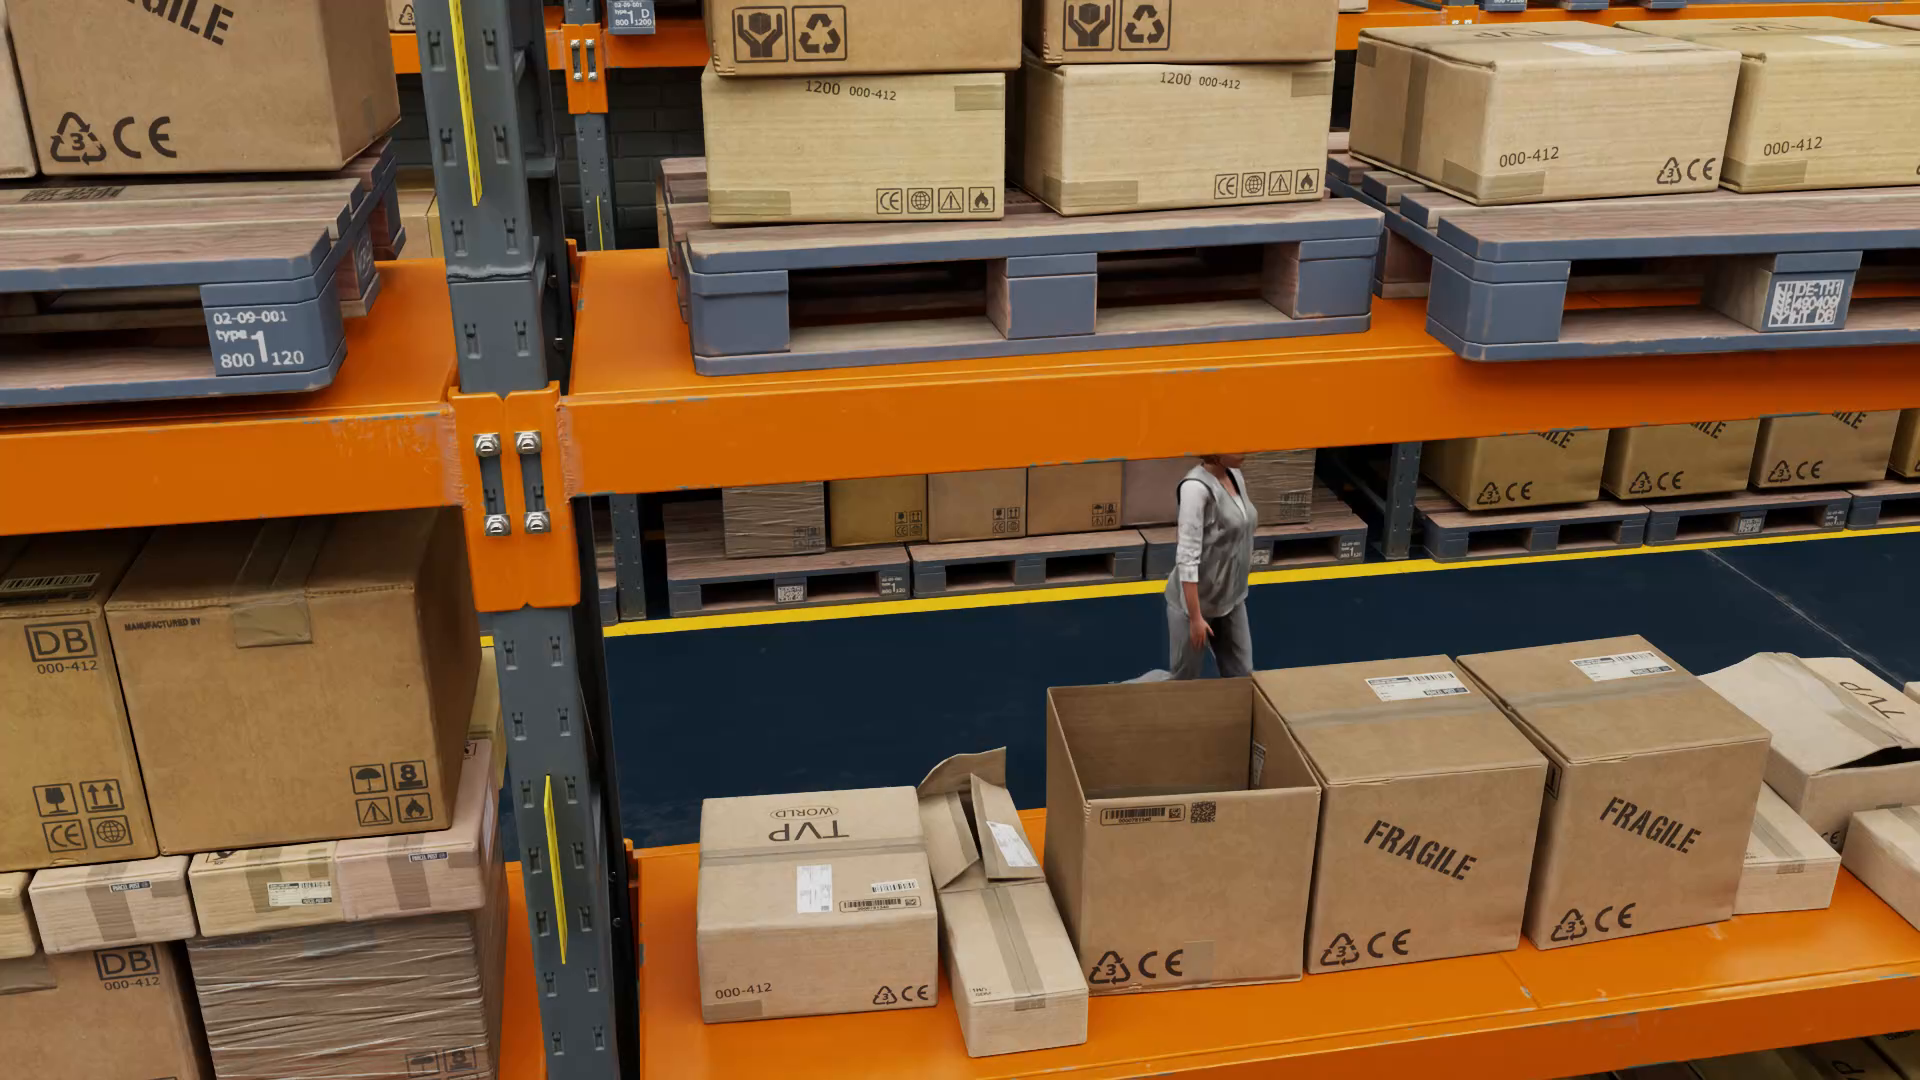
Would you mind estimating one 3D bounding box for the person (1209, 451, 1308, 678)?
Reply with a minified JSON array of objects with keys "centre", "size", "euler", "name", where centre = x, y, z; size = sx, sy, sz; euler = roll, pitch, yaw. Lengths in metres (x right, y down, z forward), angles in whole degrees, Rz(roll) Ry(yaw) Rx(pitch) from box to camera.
[{"centre":[1.238,0.314,6.442],"size":[0.724,1.604,0.435],"euler":[2,24,5],"name":"person"}]
